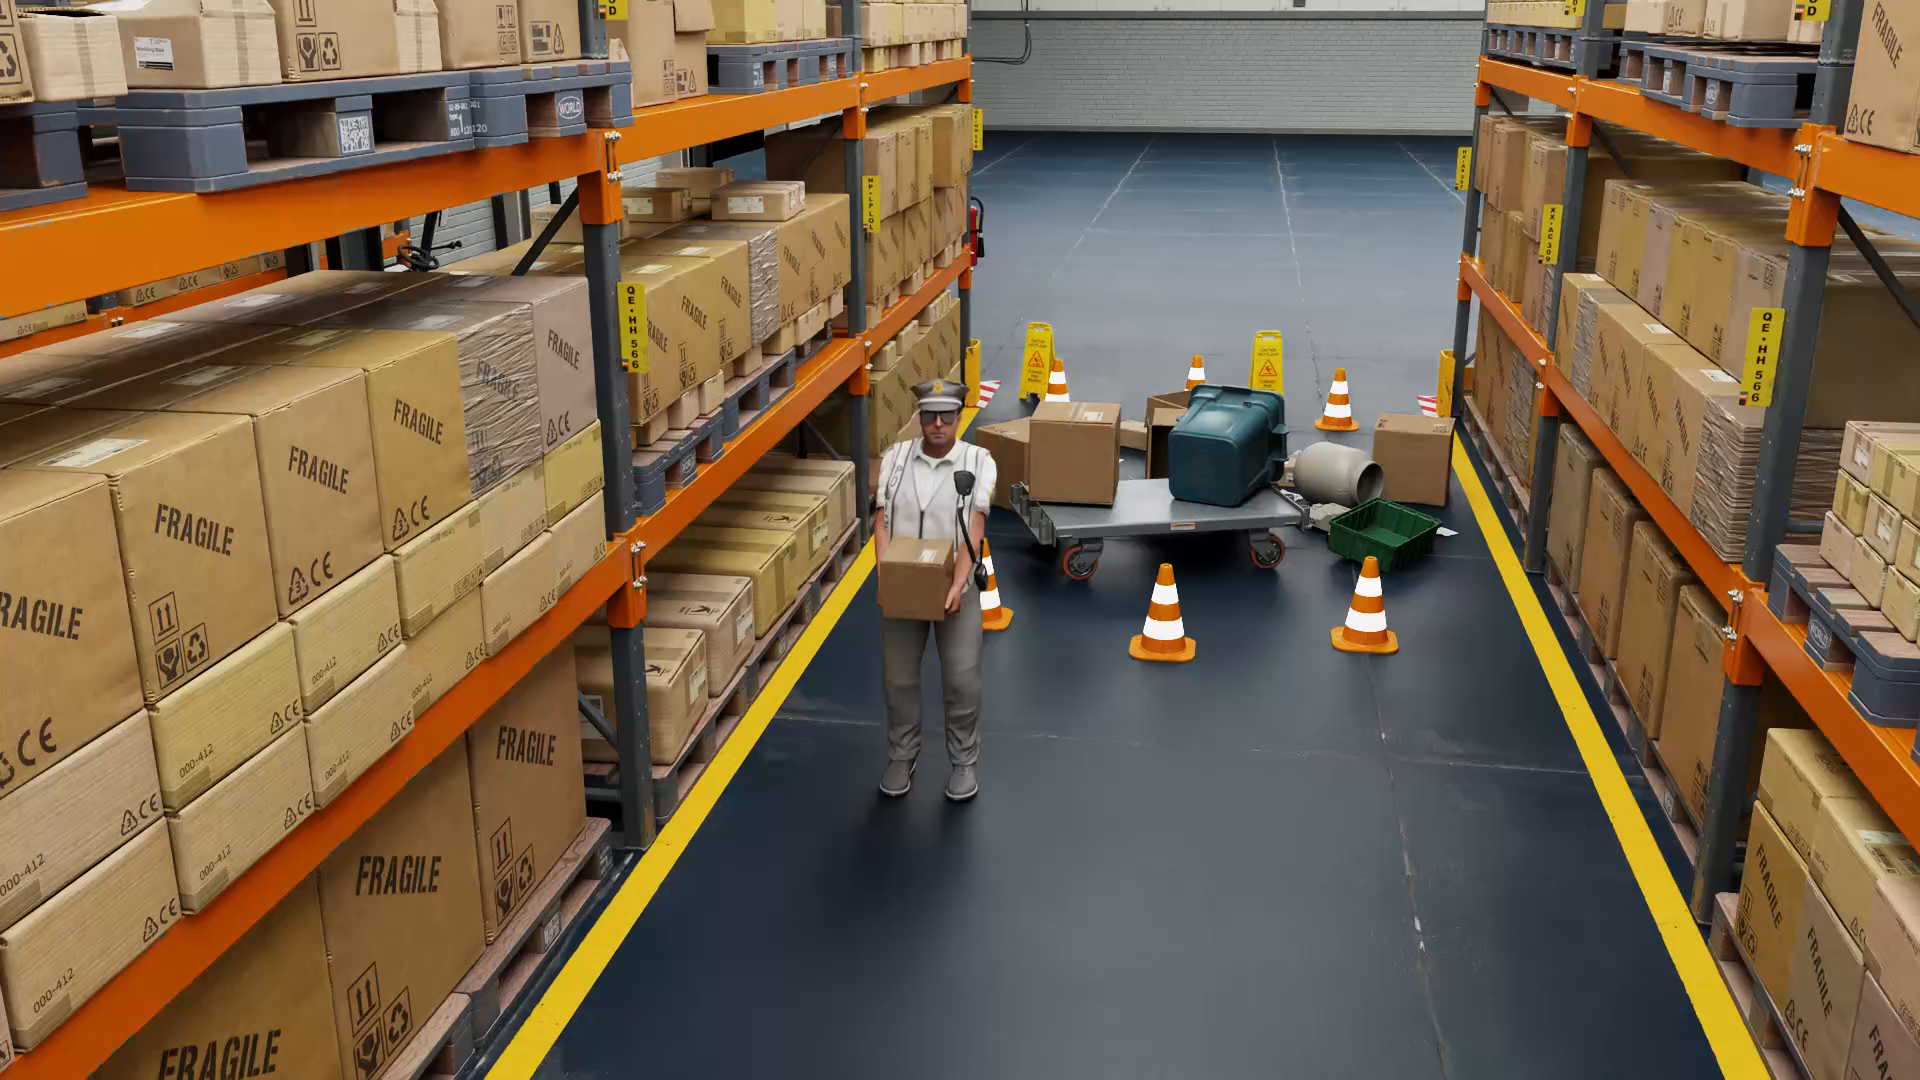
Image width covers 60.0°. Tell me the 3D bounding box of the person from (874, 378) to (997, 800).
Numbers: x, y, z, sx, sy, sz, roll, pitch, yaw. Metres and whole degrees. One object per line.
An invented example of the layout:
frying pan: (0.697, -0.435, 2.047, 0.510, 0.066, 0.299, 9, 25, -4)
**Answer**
person: (-0.116, 0.220, 6.830, 0.494, 1.766, 0.569, 3, 18, 10)
